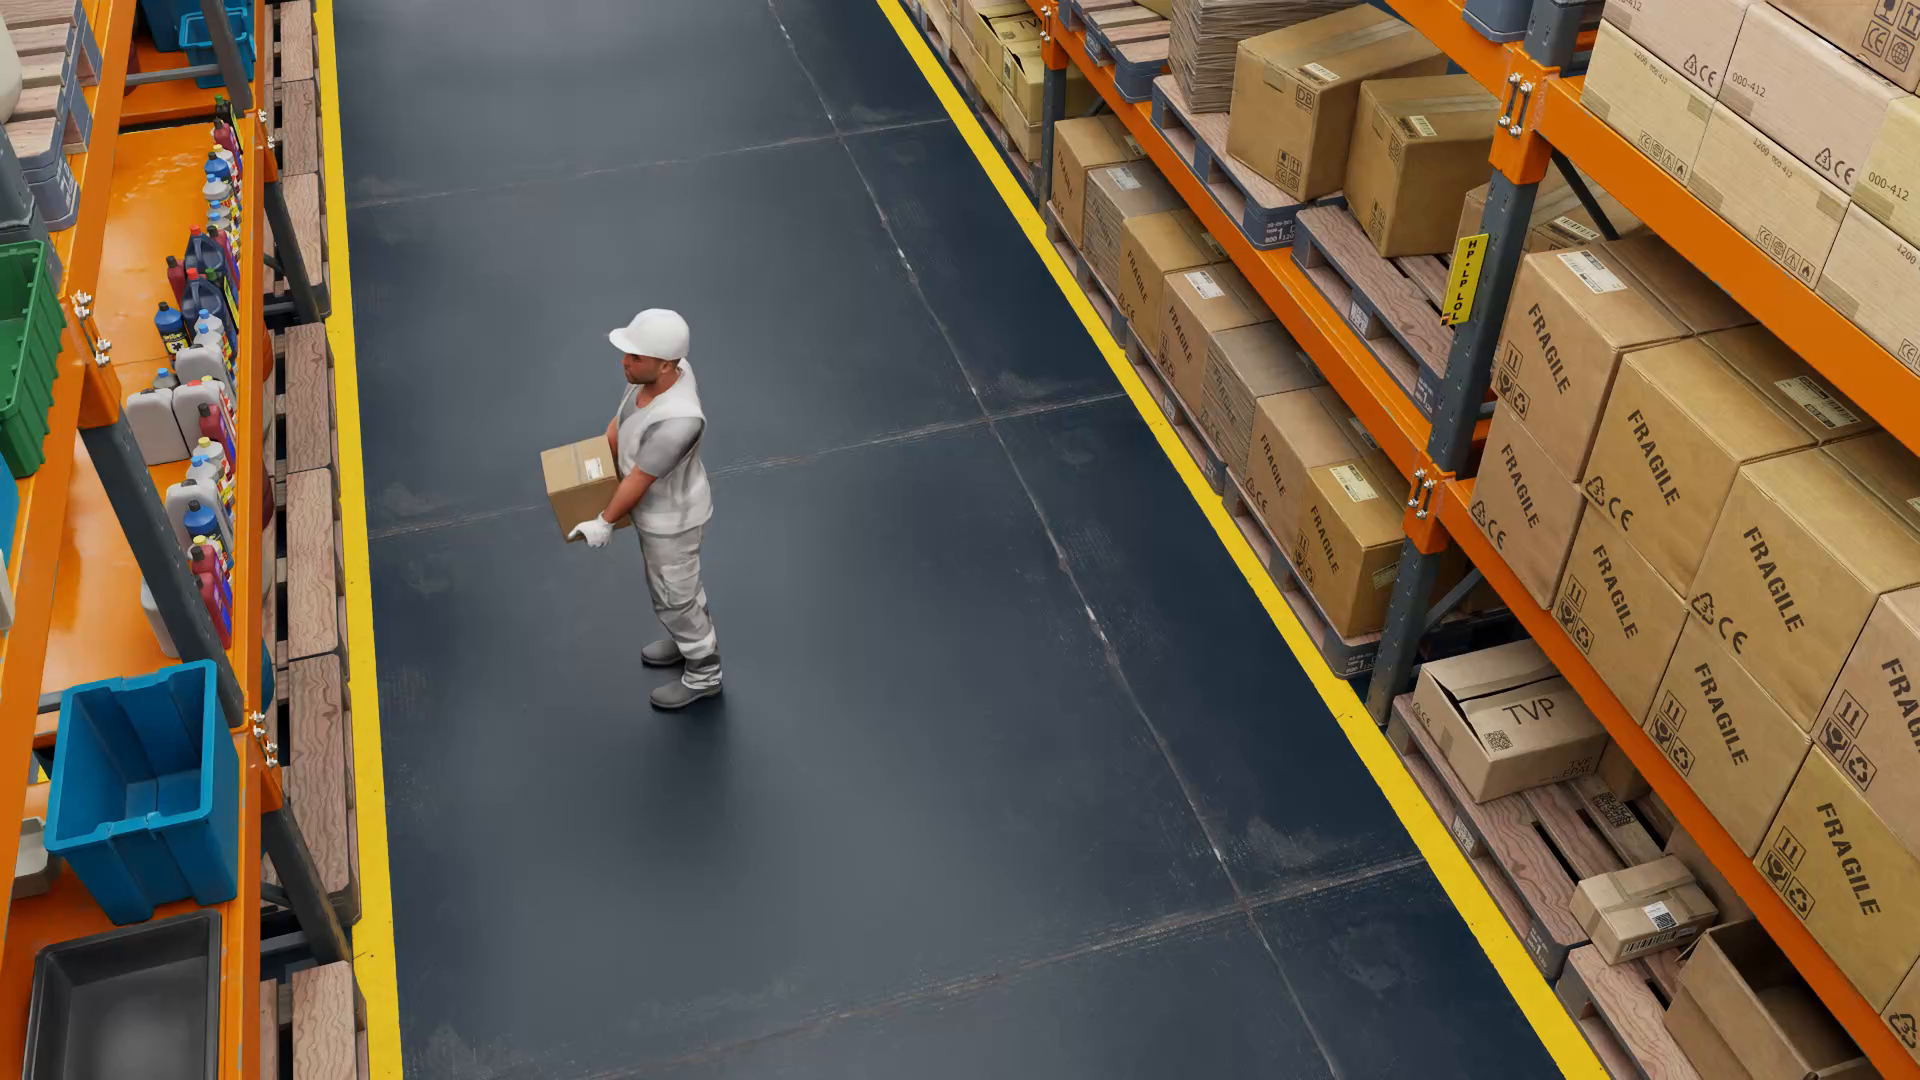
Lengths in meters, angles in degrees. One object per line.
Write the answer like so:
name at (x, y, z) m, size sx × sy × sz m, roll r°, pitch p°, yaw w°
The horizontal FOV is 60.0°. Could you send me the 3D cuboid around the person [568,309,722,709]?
person at (-1.197, -0.090, 6.245) m, size 0.556 × 1.784 × 0.494 m, roll -11°, pitch 43°, yaw -12°
